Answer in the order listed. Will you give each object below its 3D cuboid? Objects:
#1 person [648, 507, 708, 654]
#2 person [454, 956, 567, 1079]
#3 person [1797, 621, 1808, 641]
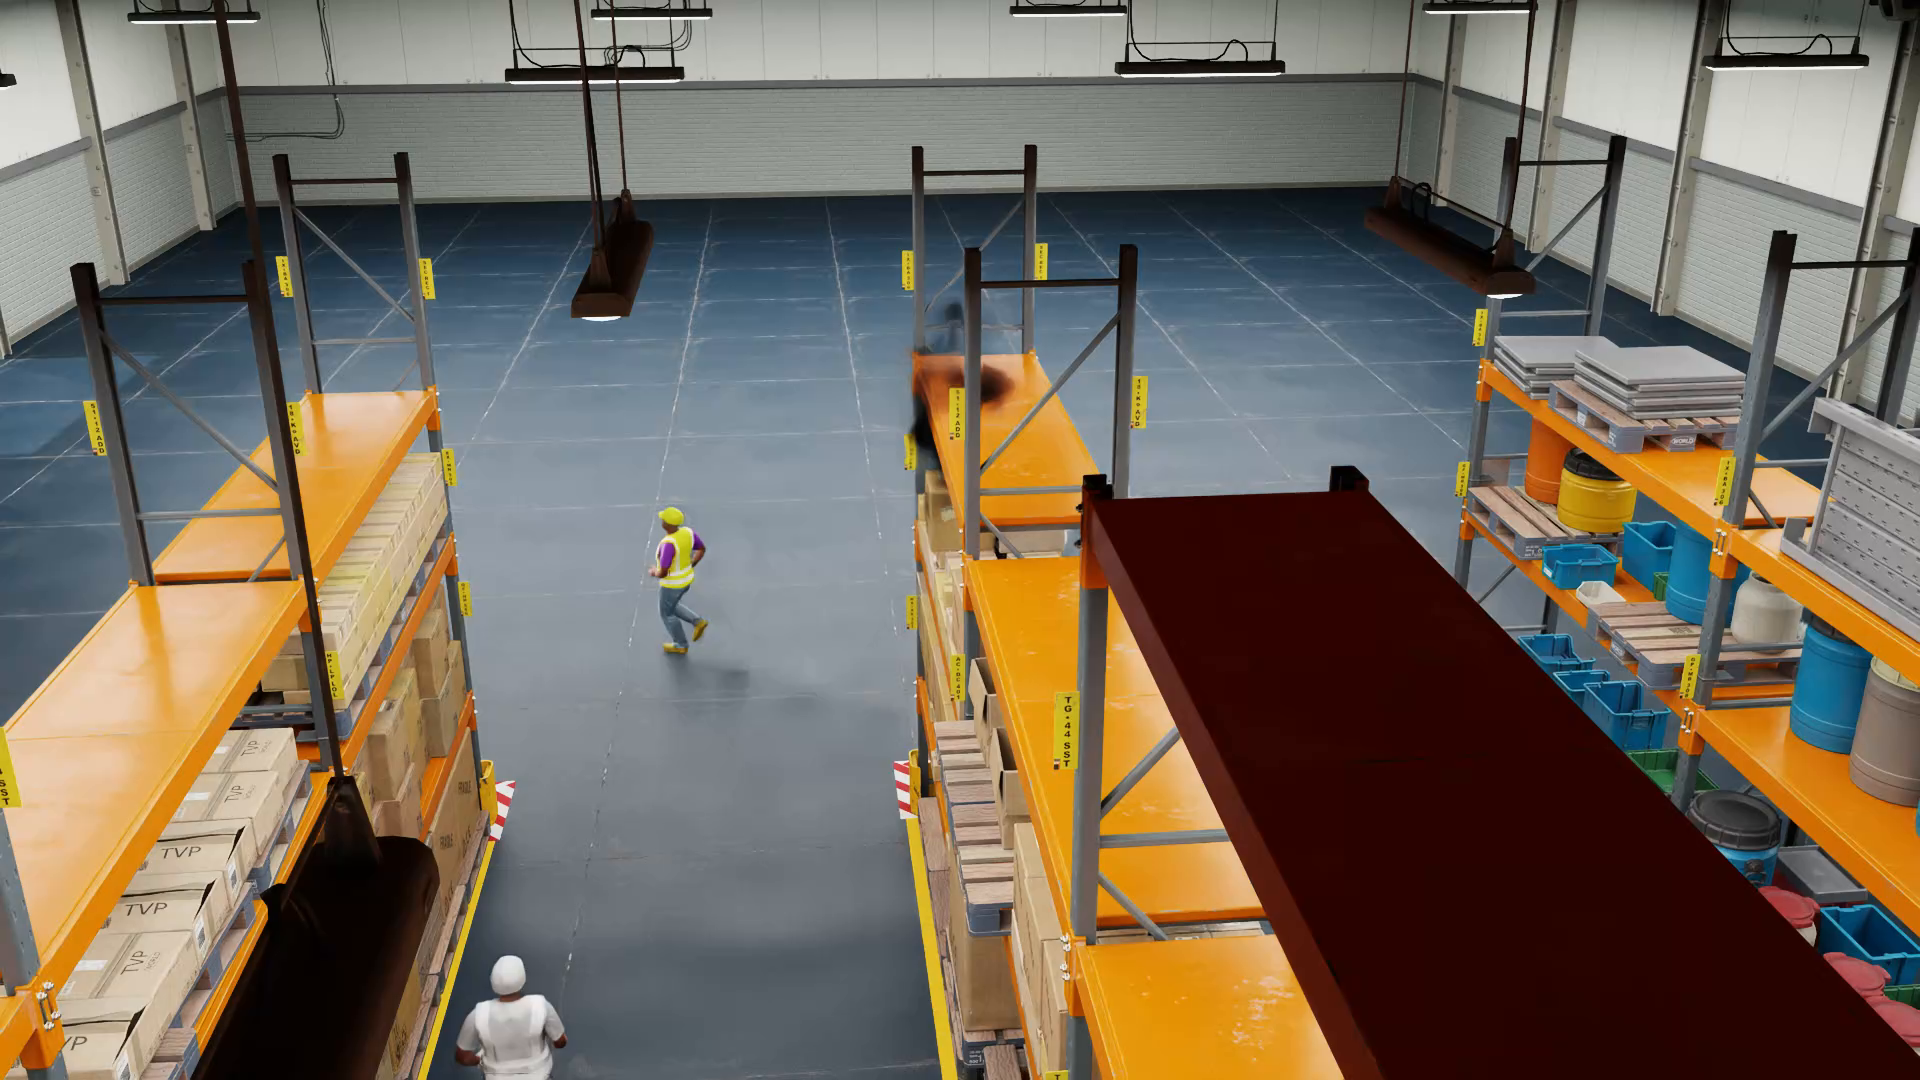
[{"bbox_3d":[-3.096,0.446,18.186,0.592,1.722,0.714,8,23,19],"label":"person"},{"bbox_3d":[-2.848,3.381,10.715,0.669,1.737,0.589,-3,22,-8],"label":"person"},{"bbox_3d":[8.927,0.522,17.982,0.690,1.751,0.706,12,24,27],"label":"person"}]
